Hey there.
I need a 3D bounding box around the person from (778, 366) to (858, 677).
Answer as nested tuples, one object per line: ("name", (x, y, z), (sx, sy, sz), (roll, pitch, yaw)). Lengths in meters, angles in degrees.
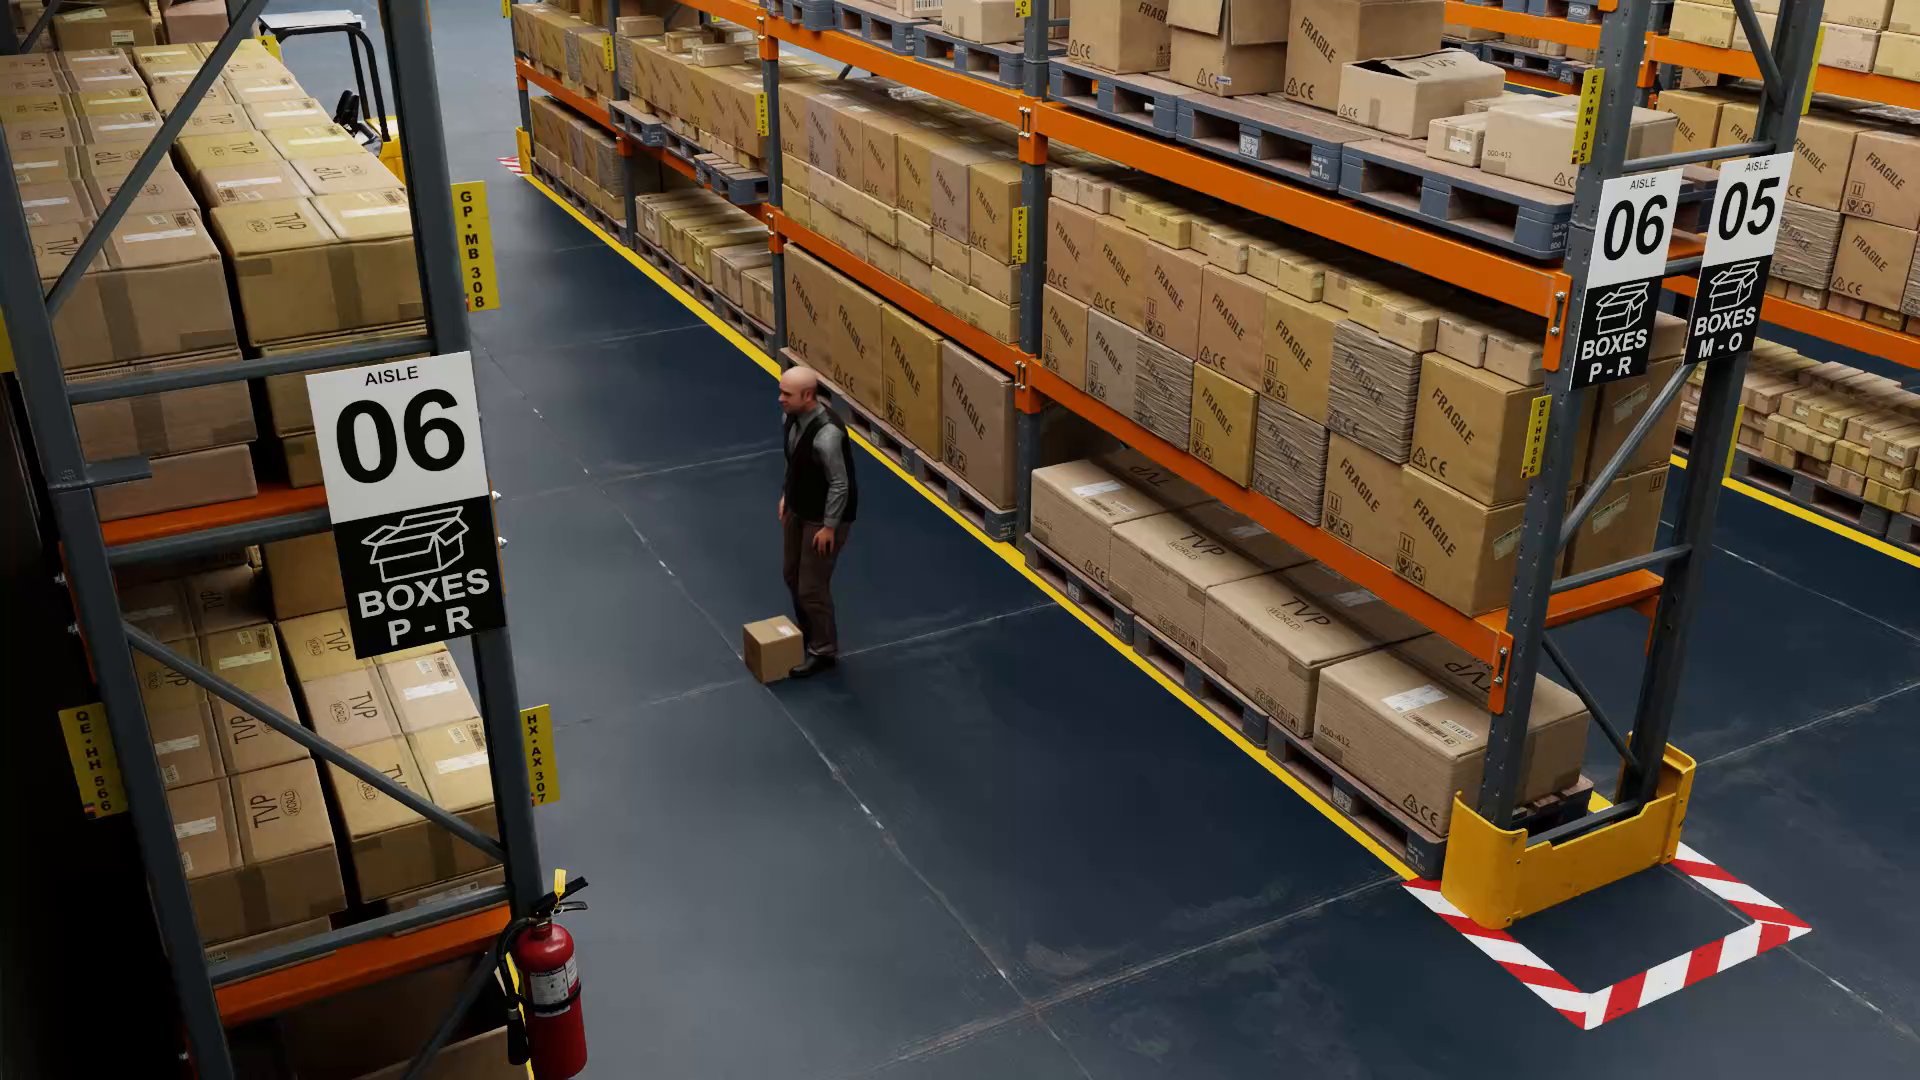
("person", (-0.793, -0.122, 8.895), (0.474, 1.720, 0.572), (-14, 29, -27))
